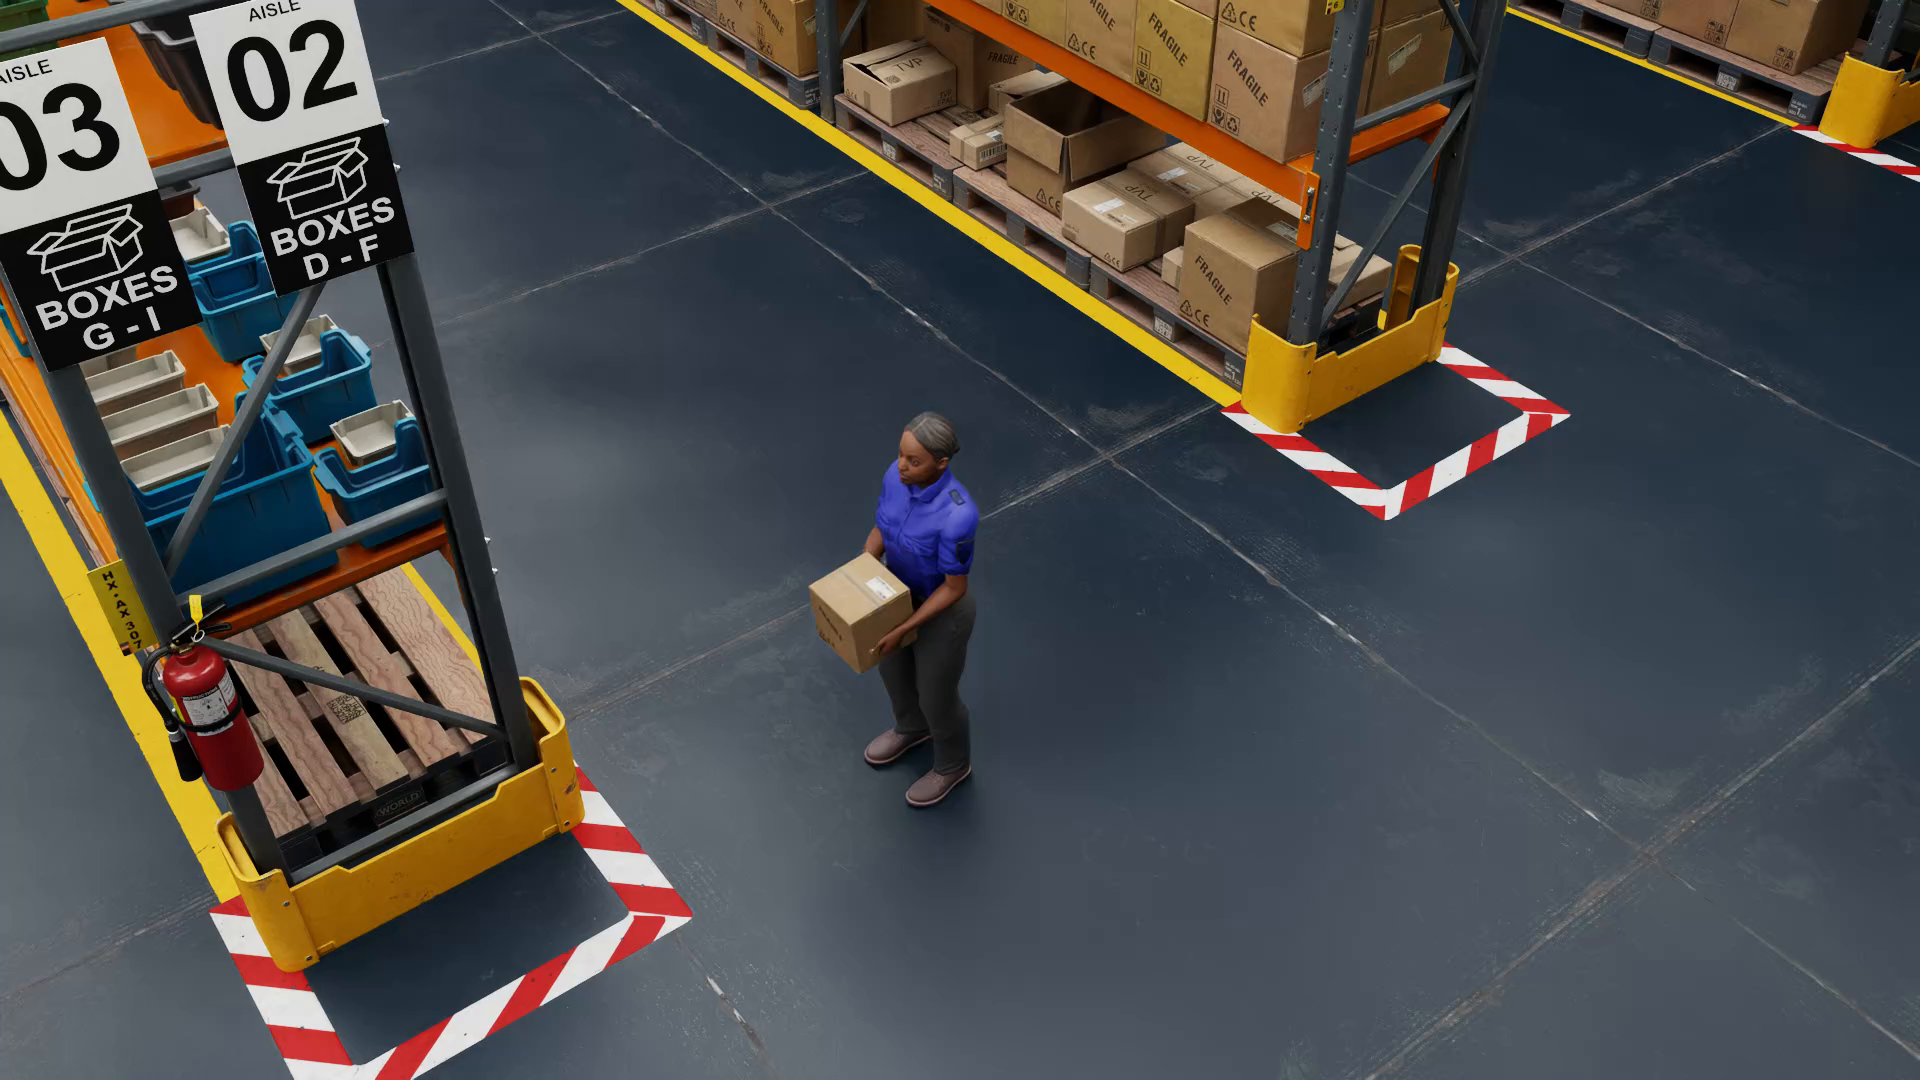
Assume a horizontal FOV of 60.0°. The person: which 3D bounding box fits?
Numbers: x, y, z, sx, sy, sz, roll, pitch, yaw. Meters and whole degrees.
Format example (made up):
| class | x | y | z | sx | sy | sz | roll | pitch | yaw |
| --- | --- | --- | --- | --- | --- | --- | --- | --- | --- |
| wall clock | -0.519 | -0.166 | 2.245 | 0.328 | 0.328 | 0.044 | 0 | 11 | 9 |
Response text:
| class | x | y | z | sx | sy | sz | roll | pitch | yaw |
| --- | --- | --- | --- | --- | --- | --- | --- | --- | --- |
| person | -0.190 | 0.271 | 5.841 | 0.475 | 1.659 | 0.470 | -27 | 47 | -28 |
